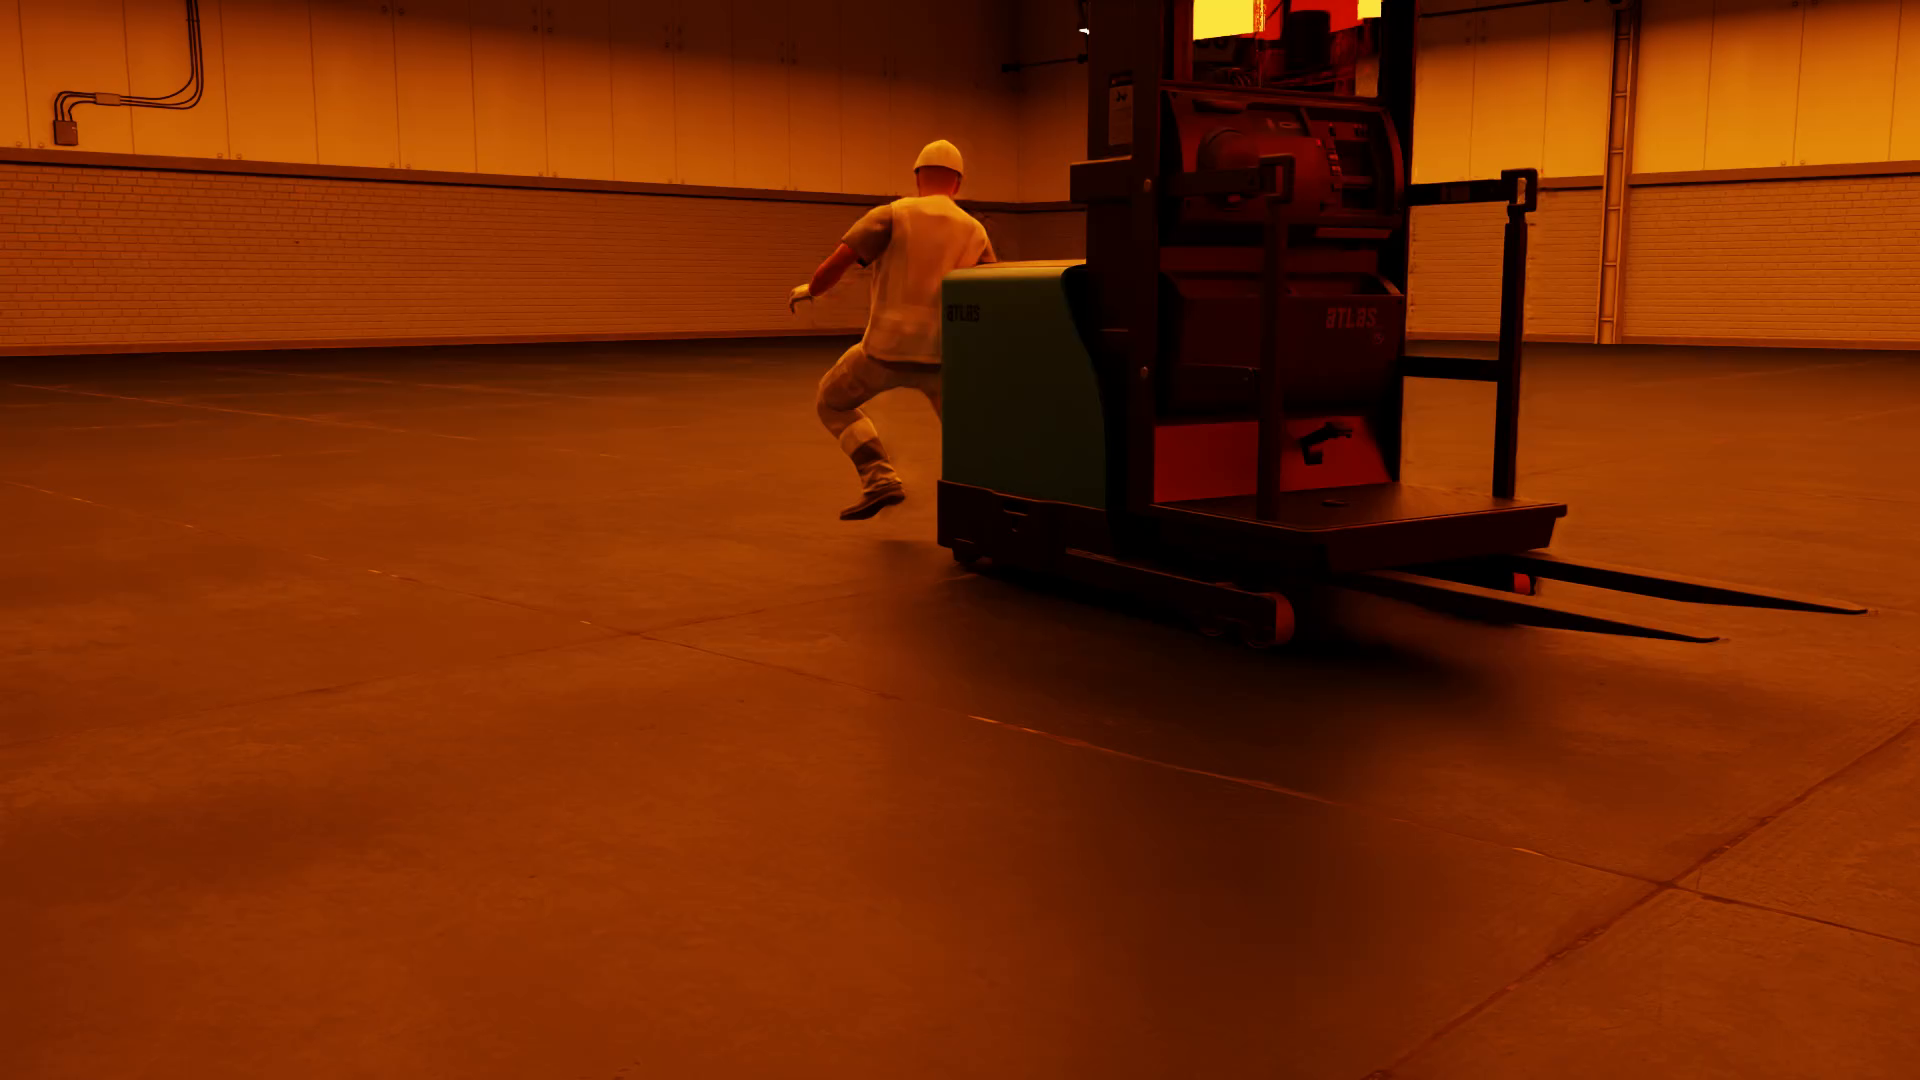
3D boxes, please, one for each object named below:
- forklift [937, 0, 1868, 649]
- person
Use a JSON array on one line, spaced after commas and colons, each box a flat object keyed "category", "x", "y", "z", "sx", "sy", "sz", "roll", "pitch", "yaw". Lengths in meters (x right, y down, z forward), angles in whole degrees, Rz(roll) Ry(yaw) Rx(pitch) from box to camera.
[{"category": "forklift", "x": 1.134, "y": -1.221, "z": 4.979, "sx": 1.130, "sy": 2.935, "sz": 3.031, "roll": -5, "pitch": 10, "yaw": -32}, {"category": "person", "x": -0.229, "y": -0.823, "z": 6.847, "sx": 0.925, "sy": 1.595, "sz": 0.716, "roll": -3, "pitch": 9, "yaw": -18}]
